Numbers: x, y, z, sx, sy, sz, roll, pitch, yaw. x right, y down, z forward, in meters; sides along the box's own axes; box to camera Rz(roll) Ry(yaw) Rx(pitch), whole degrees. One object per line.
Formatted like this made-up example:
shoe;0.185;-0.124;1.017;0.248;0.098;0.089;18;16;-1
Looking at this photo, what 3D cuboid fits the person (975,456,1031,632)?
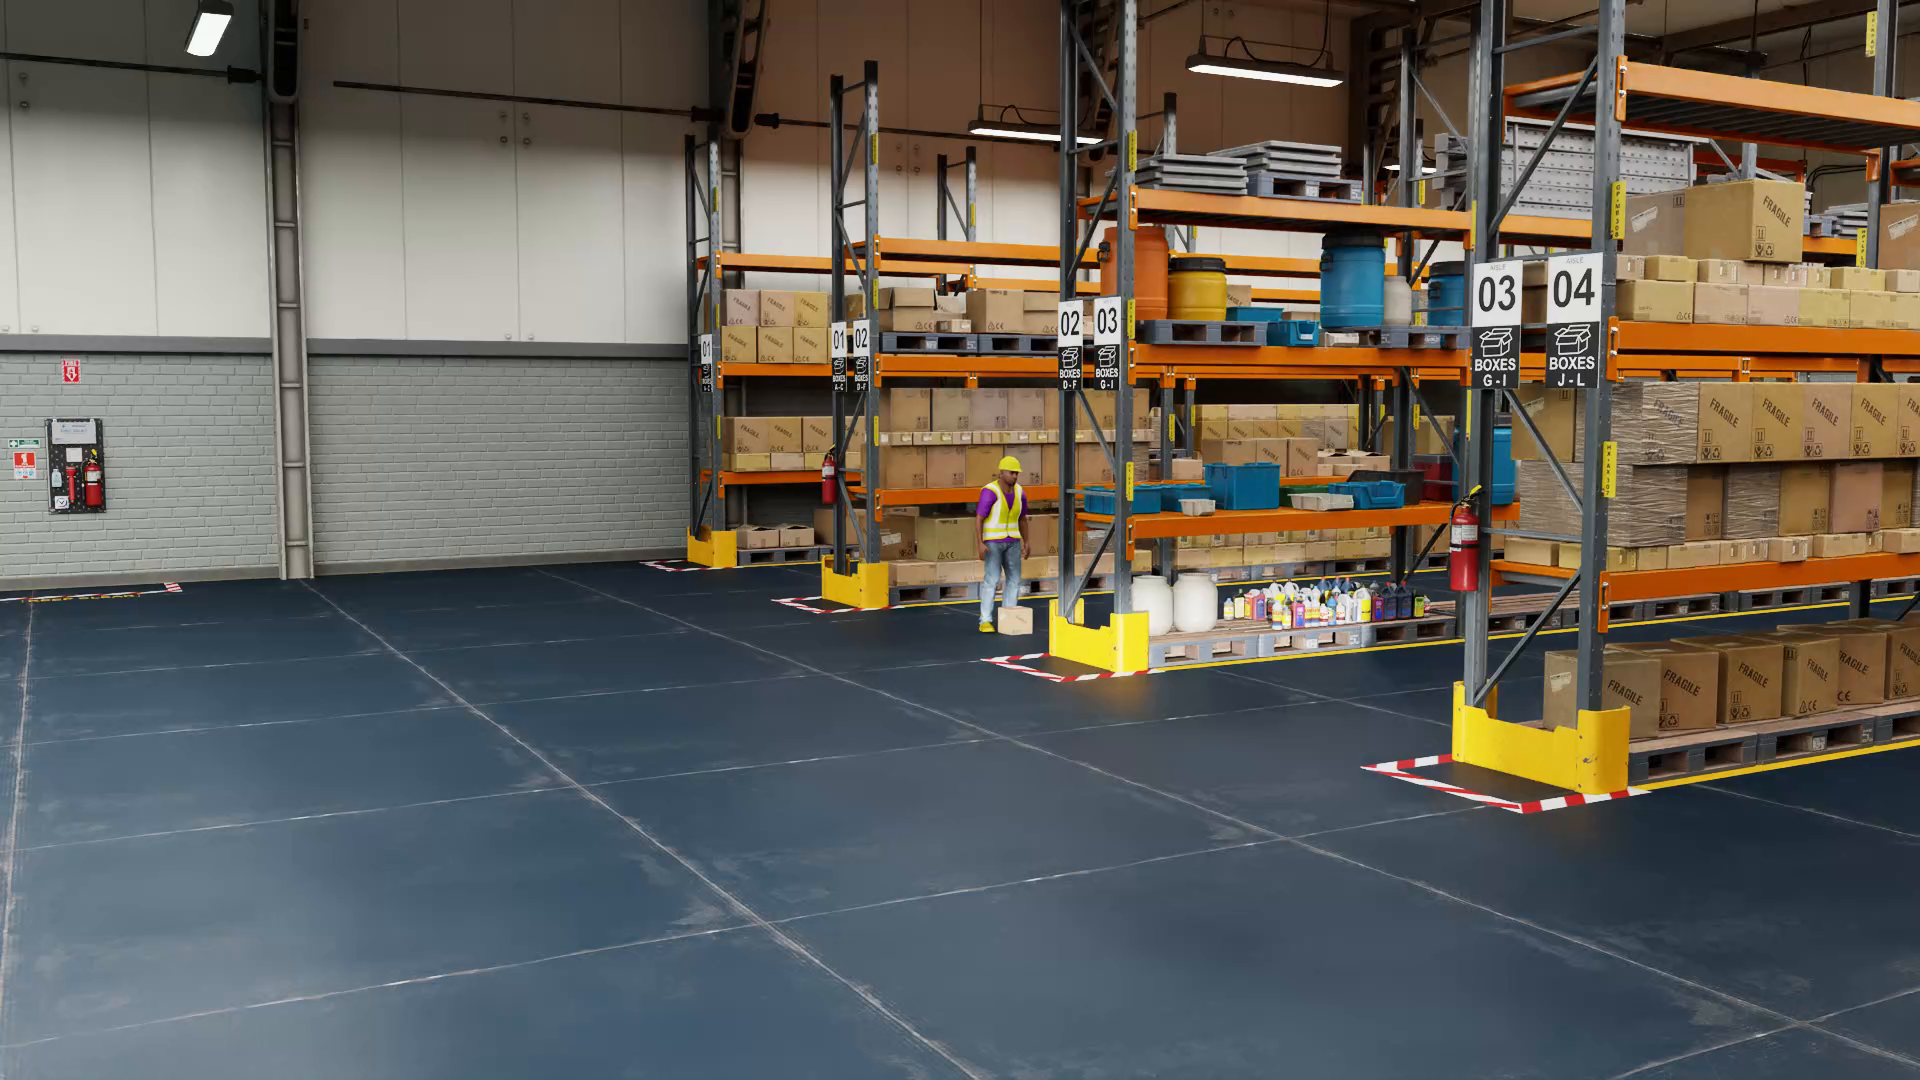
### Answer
person;0.442;0.036;16.748;0.634;1.760;0.458;-3;6;-32
